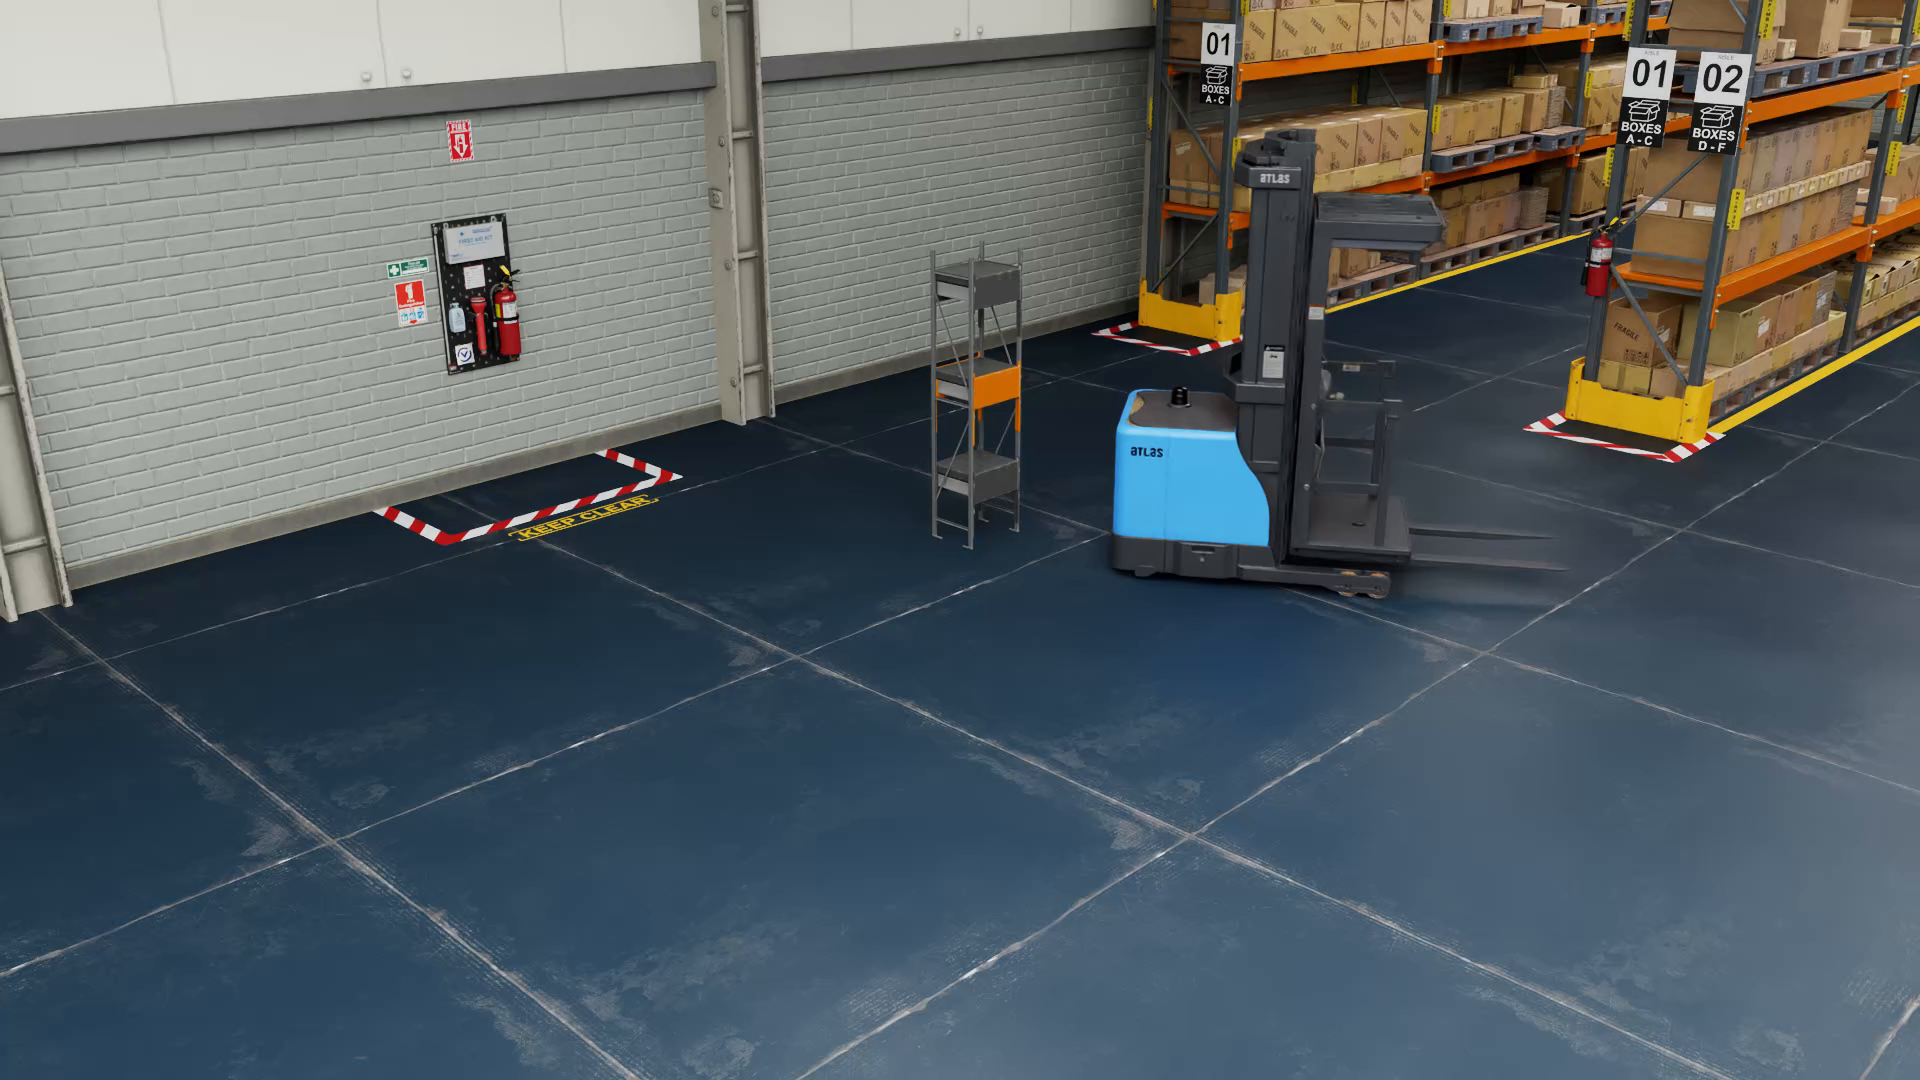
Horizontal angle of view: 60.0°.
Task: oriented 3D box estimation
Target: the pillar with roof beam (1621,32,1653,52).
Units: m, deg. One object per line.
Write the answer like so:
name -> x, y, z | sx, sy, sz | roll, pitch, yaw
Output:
pillar with roof beam -> 13.737, -8.852, 22.563 | 9.100, 9.000, 0.400 | 19, 28, 41

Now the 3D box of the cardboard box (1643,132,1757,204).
cardboard box -> 6.336, -3.192, 14.251 | 0.700, 0.500, 0.500 | 19, 28, 41

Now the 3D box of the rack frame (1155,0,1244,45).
rack frame -> 2.412, -6.449, 16.310 | 1.000, 3.000, 0.127 | 19, 28, 41

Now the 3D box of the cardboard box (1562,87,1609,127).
cardboard box -> 8.515, -5.961, 22.820 | 0.500, 0.500, 0.500 | -19, 28, -40

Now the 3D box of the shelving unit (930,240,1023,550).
shelving unit -> 0.115, -1.023, 11.809 | 0.431, 2.100, 0.503 | 19, 28, 41

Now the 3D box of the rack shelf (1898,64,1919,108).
rack shelf -> 10.150, -5.016, 17.766 | 1.077, 0.370, 4.000 | 19, 28, 41

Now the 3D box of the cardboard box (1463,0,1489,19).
cardboard box -> 6.071, -6.510, 20.189 | 0.500, 0.311, 0.500 | -19, 28, -40

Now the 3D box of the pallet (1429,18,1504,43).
pallet -> 5.710, -6.121, 19.900 | 1.213, 0.211, 1.003 | 19, 28, 41

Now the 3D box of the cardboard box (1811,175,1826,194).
cardboard box -> 7.832, -3.338, 15.534 | 0.250, 0.149, 0.380 | -19, 28, -41

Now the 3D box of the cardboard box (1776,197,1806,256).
cardboard box -> 7.377, -2.972, 15.486 | 0.500, 0.500, 0.700 | -19, 28, -40

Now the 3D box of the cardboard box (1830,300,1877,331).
cardboard box -> 9.214, -2.392, 17.364 | 0.500, 0.250, 0.500 | 18, 28, 39

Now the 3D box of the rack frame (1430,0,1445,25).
rack frame -> 5.203, -7.477, 18.985 | 1.000, 3.000, 0.127 | 19, 28, 41

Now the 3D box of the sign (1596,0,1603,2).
sign -> 8.381, -7.210, 21.751 | 0.100, 0.325, 0.005 | 19, 28, 41

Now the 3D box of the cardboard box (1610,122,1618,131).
cardboard box -> 9.079, -5.898, 23.560 | 0.250, 0.149, 0.380 | -19, 28, -41

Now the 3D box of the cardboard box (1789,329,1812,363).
cardboard box -> 7.894, -1.918, 16.132 | 0.500, 0.250, 0.500 | 19, 28, 41

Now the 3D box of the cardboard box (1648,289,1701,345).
cardboard box -> 6.812, -2.145, 15.677 | 0.500, 0.500, 0.500 | 19, 28, 41

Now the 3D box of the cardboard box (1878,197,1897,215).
cardboard box -> 9.519, -3.497, 17.342 | 0.380, 0.149, 0.250 | 19, 28, 41

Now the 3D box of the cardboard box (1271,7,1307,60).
cardboard box -> 3.225, -5.257, 17.223 | 0.500, 0.500, 0.500 | -18, 27, -39

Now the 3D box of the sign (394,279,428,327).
sign -> -4.116, -1.777, 12.468 | 0.001, 0.329, 0.234 | 19, 28, 41

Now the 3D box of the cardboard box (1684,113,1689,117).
cardboard box -> 10.751, -6.467, 25.042 | 0.380, 0.149, 0.250 | 20, 28, 41

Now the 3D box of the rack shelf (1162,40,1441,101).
rack shelf -> 3.808, -5.227, 18.314 | 1.077, 0.370, 4.000 | 19, 28, 41

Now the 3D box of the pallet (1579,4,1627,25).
pallet -> 8.404, -7.196, 22.697 | 1.003, 0.211, 1.213 | -19, 28, -40

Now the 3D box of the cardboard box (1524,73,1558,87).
cardboard box -> 7.774, -6.164, 22.273 | 0.380, 0.149, 0.250 | 15, 26, 34

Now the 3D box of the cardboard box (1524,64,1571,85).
cardboard box -> 8.124, -6.431, 22.999 | 0.500, 0.250, 0.500 | -19, 28, -41

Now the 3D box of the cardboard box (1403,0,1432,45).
cardboard box -> 5.026, -5.941, 19.001 | 0.500, 0.500, 0.500 | -19, 28, -41

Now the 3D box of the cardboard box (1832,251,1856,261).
cardboard box -> 9.540, -3.051, 18.297 | 0.500, 0.311, 0.500 | 19, 28, 40

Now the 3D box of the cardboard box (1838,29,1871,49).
cardboard box -> 8.109, -4.604, 15.260 | 0.380, 0.149, 0.250 | 19, 28, 41

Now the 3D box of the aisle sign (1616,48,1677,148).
aisle sign -> 5.708, -3.680, 13.844 | 0.394, 0.787, 0.004 | 19, 28, 41

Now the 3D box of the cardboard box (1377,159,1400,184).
cardboard box -> 4.736, -4.292, 19.242 | 0.500, 0.250, 0.500 | 19, 28, 41

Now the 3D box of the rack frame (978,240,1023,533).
rack frame -> 0.286, -1.085, 11.972 | 0.400, 2.100, 0.015 | 19, 28, 41

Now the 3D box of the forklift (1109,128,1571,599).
forklift -> 2.598, -1.186, 11.076 | 3.031, 2.935, 1.130 | 4, 21, 10

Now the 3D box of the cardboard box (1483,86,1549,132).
cardboard box -> 7.302, -5.683, 21.927 | 0.700, 0.500, 0.500 | 16, 26, 36

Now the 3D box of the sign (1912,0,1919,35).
sign -> 9.153, -4.978, 15.832 | 0.100, 0.325, 0.005 | 19, 28, 41

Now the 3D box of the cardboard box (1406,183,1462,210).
cardboard box -> 6.009, -4.373, 21.096 | 0.500, 0.250, 0.500 | 19, 28, 40

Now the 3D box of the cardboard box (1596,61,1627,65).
cardboard box -> 9.215, -6.570, 23.359 | 0.500, 0.250, 0.500 | 20, 28, 41

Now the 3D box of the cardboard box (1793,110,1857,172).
cardboard box -> 8.098, -3.844, 15.948 | 0.700, 0.500, 0.500 | 19, 28, 41

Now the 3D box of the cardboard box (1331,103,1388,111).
cardboard box -> 4.725, -4.898, 19.772 | 0.500, 0.500, 0.500 | 18, 28, 39

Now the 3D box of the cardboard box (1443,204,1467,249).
cardboard box -> 6.029, -4.054, 21.312 | 0.700, 0.500, 0.500 | 19, 28, 40

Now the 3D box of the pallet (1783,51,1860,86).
pallet -> 7.327, -4.259, 14.916 | 1.003, 0.211, 1.213 | 19, 28, 41

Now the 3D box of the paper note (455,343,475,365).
paper note -> -3.829, -1.438, 12.861 | 0.016, 0.148, 0.142 | 19, 28, 41

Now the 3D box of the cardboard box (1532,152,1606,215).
cardboard box -> 8.600, -5.054, 23.453 | 0.750, 0.750, 0.750 | 19, 28, 40

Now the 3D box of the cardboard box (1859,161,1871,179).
cardboard box -> 8.718, -3.664, 16.382 | 0.380, 0.149, 0.250 | 19, 28, 41

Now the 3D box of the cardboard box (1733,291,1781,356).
cardboard box -> 7.185, -2.015, 15.338 | 0.500, 0.500, 0.500 | 19, 28, 41

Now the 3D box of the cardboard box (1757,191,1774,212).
cardboard box -> 6.927, -3.003, 14.662 | 0.380, 0.149, 0.250 | 19, 28, 40

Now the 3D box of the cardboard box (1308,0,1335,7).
cardboard box -> 3.591, -5.860, 17.399 | 0.500, 0.500, 0.500 | -19, 28, -41

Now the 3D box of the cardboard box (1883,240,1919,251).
cardboard box -> 10.644, -3.180, 18.632 | 0.500, 0.311, 0.500 | 19, 28, 40

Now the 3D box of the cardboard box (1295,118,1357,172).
cardboard box -> 4.029, -4.377, 18.417 | 0.500, 0.500, 0.500 | -19, 28, -40

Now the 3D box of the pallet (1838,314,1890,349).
pallet -> 9.241, -2.335, 17.856 | 1.003, 0.211, 1.213 | 19, 28, 41

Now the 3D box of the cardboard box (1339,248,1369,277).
cardboard box -> 4.507, -3.438, 19.710 | 0.500, 0.500, 0.500 | 17, 27, 37

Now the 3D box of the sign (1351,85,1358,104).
sign -> 4.803, -5.355, 20.212 | 0.100, 0.325, 0.005 | 19, 28, 41

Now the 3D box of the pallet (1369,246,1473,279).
pallet -> 5.745, -3.576, 21.083 | 1.003, 0.211, 1.213 | 19, 28, 41

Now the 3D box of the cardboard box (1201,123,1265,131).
cardboard box -> 2.947, -4.239, 18.059 | 0.500, 0.500, 0.500 | -20, 29, -41
